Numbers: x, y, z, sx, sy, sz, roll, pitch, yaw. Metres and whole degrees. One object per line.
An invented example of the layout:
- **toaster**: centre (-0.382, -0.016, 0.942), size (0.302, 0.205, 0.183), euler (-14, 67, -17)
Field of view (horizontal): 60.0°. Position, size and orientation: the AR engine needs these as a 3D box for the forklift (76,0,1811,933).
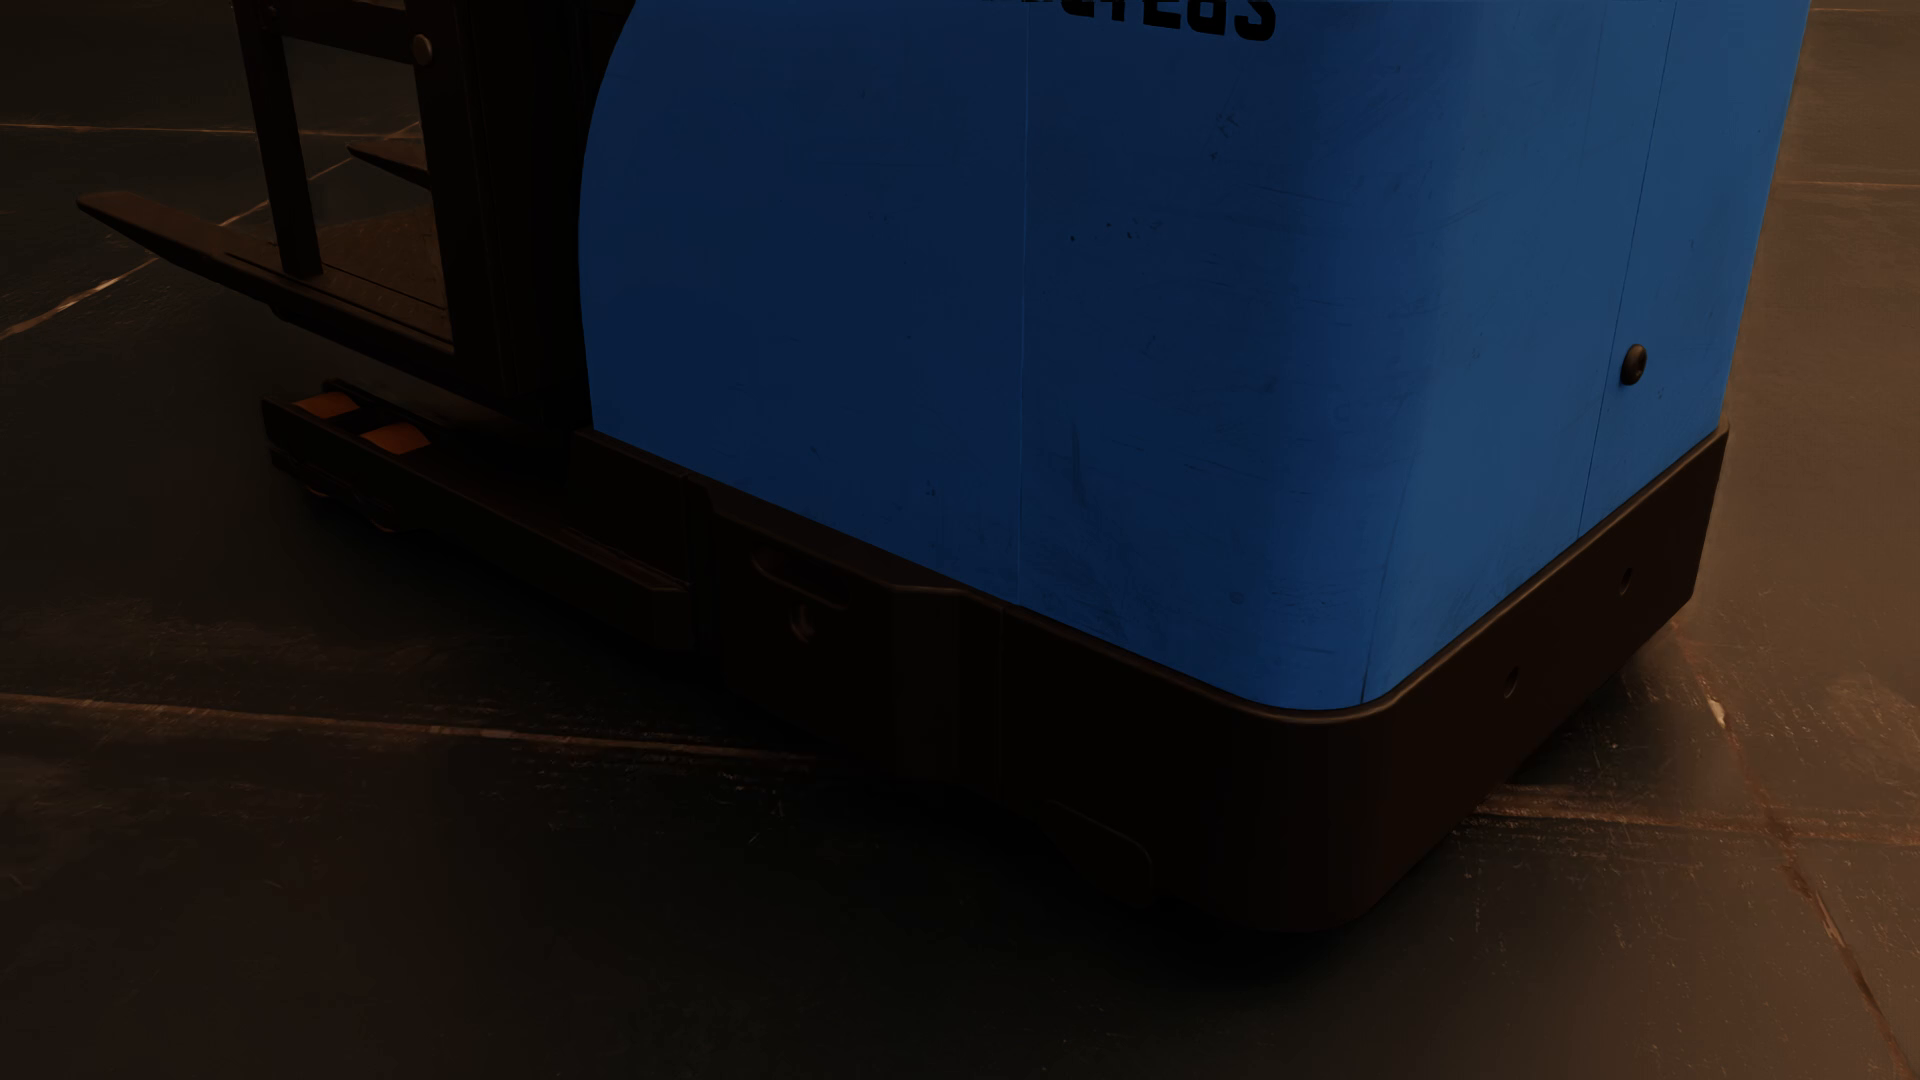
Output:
- **forklift**: centre (-0.458, -1.476, 2.175), size (3.031, 2.935, 1.130), euler (22, 34, 36)
